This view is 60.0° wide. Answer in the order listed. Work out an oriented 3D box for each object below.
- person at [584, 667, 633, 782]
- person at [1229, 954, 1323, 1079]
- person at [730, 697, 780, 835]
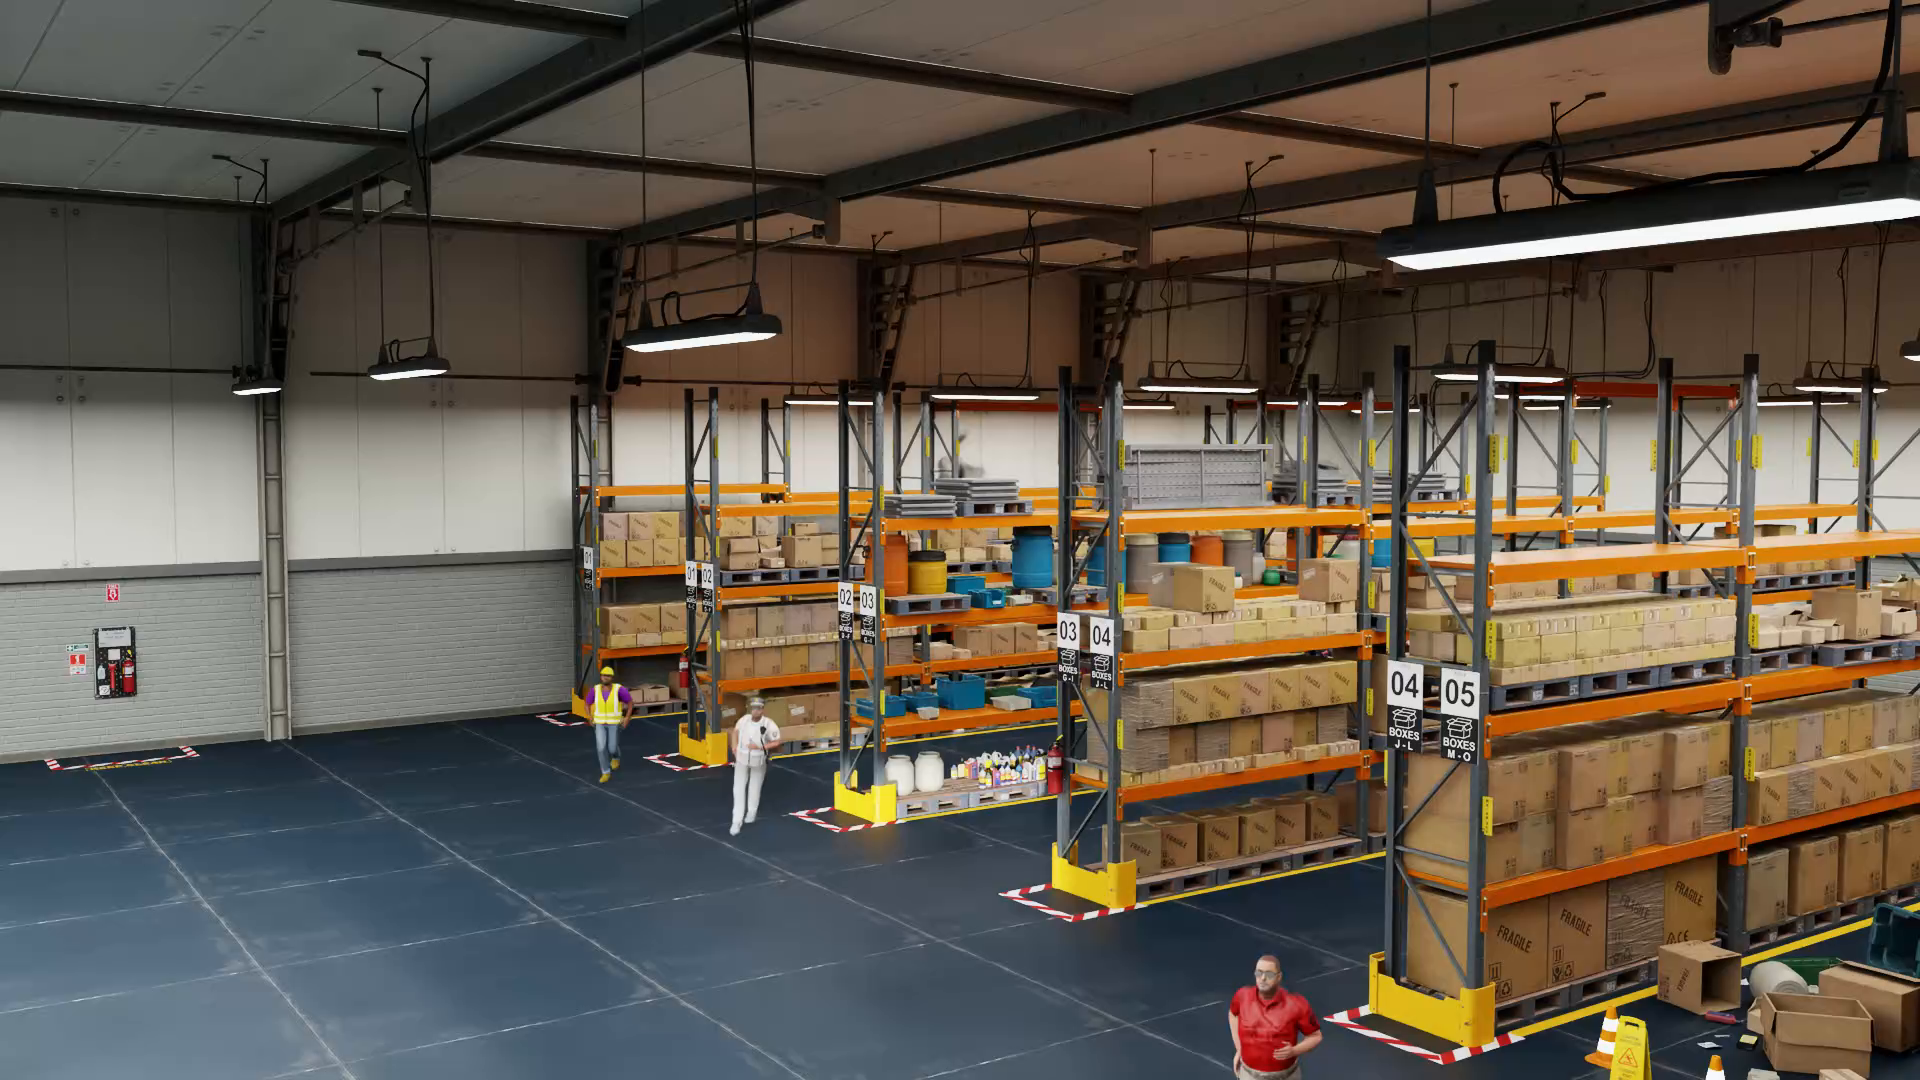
[{"bbox_3d":[-5.361,2.784,25.377,0.736,1.730,0.630,0,3,-4],"label":"person"},{"bbox_3d":[2.095,3.634,11.121,0.641,1.762,0.912,1,4,15],"label":"person"},{"bbox_3d":[-2.708,2.977,22.116,0.667,1.834,0.823,0,3,4],"label":"person"}]
